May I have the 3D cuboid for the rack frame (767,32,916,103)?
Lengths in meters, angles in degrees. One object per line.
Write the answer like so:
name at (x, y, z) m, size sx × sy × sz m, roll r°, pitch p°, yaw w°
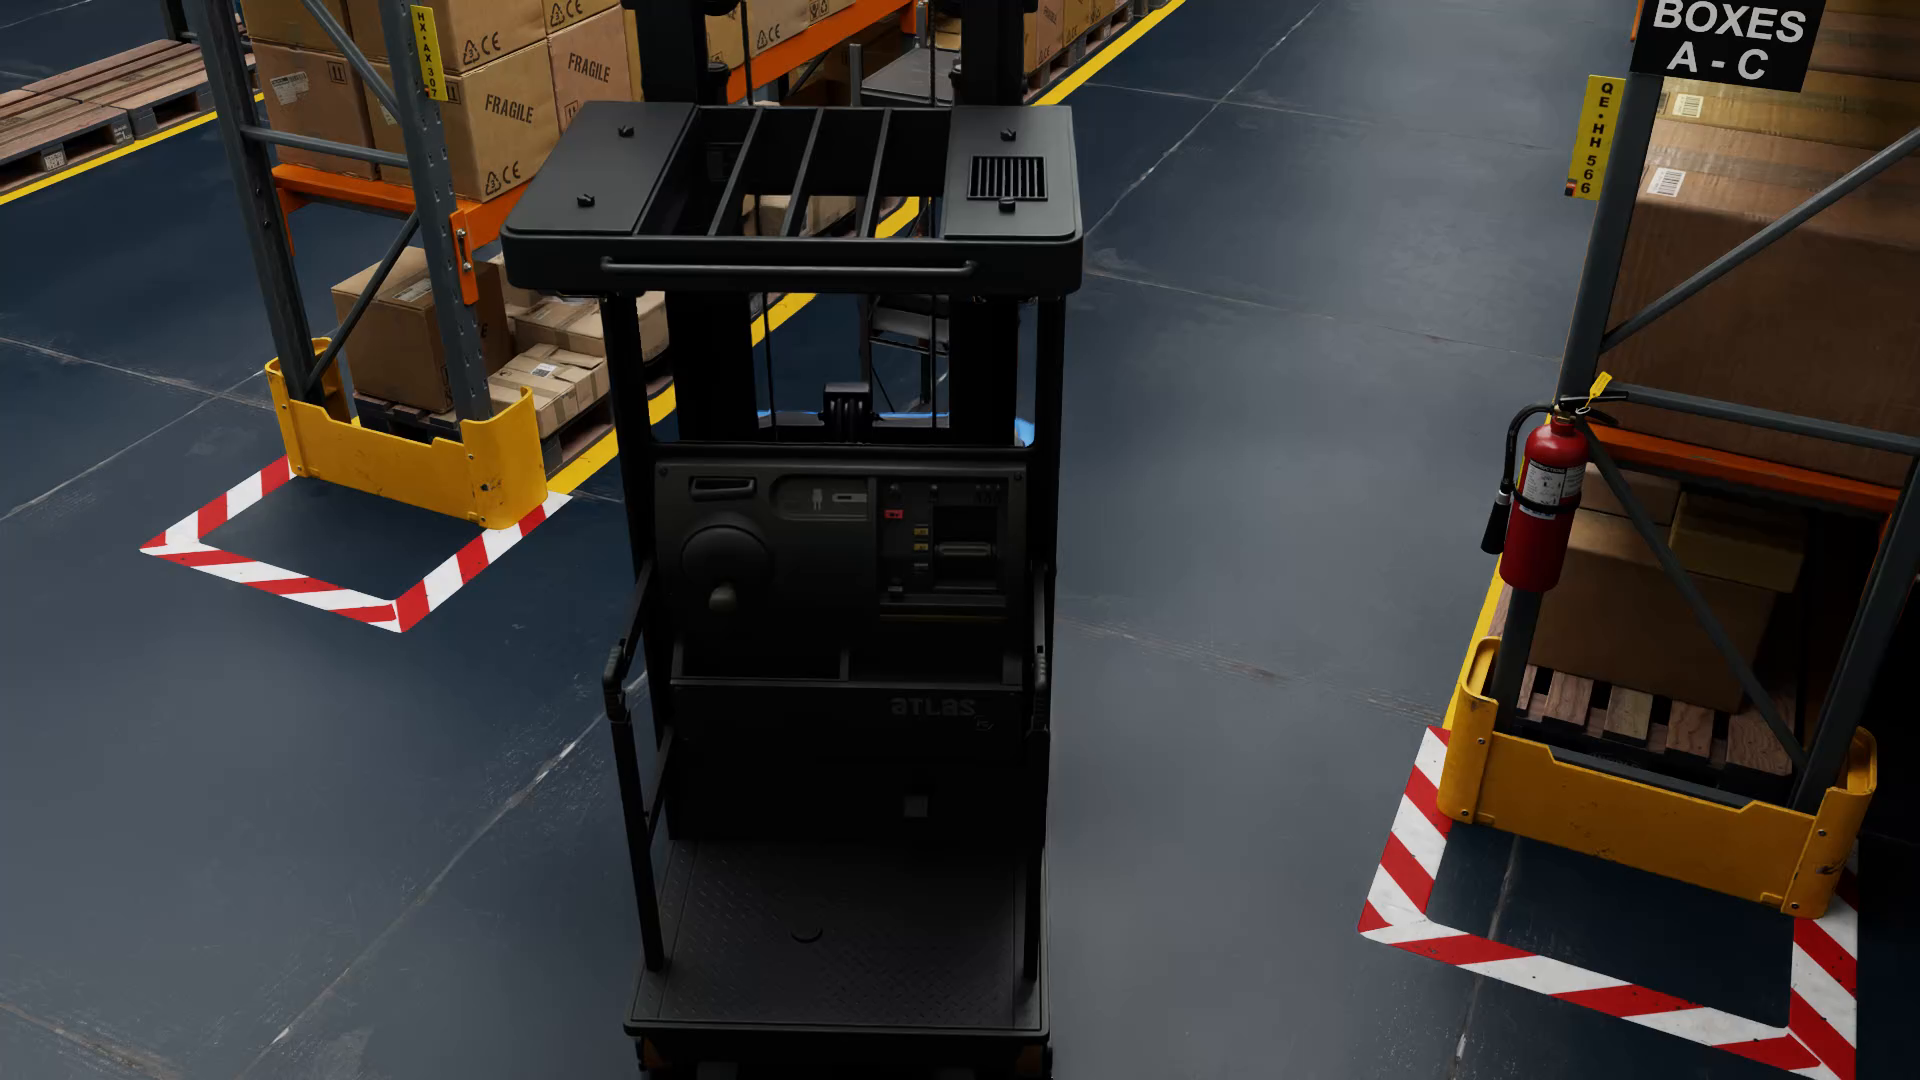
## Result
rack frame at (-0.680, -3.457, 9.287) m, size 1.000 × 3.000 × 0.127 m, roll 14°, pitch 36°, yaw 20°

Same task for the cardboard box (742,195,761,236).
cardboard box at (-1.462, -1.660, 8.422) m, size 0.797 × 0.503 × 0.637 m, roll 14°, pitch 36°, yaw 20°

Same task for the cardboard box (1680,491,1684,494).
cardboard box at (2.558, -0.082, 6.035) m, size 0.700 × 0.500 × 0.500 m, roll 14°, pitch 36°, yaw 20°

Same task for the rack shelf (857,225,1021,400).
rack shelf at (-0.069, -0.784, 6.056) m, size 0.431 × 0.518 × 0.480 m, roll 14°, pitch 36°, yaw 20°

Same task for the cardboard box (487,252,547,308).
cardboard box at (-1.925, -1.293, 8.092) m, size 0.500 × 0.250 × 0.500 m, roll 14°, pitch 36°, yaw 20°

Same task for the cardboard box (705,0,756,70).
cardboard box at (-1.295, -2.423, 7.619) m, size 0.500 × 0.500 × 0.500 m, roll 15°, pitch 36°, yaw 21°

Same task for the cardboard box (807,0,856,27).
cardboard box at (-0.871, -2.934, 8.398) m, size 0.500 × 0.500 × 0.500 m, roll 15°, pitch 36°, yaw 22°

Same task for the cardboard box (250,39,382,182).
cardboard box at (-2.414, -1.792, 6.657) m, size 0.500 × 0.500 × 0.500 m, roll 15°, pitch 36°, yaw 22°

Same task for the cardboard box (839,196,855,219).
cardboard box at (-0.764, -1.900, 9.110) m, size 0.380 × 0.149 × 0.250 m, roll 14°, pitch 36°, yaw 20°

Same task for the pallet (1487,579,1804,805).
pallet at (2.410, 0.420, 5.918) m, size 1.003 × 0.211 × 1.213 m, roll 14°, pitch 36°, yaw 20°

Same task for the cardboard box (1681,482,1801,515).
cardboard box at (2.689, -0.248, 5.698) m, size 0.380 × 0.149 × 0.250 m, roll 14°, pitch 36°, yaw 21°

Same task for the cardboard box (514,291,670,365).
cardboard box at (-1.660, -0.954, 7.576) m, size 0.500 × 0.250 × 0.500 m, roll 14°, pitch 36°, yaw 20°

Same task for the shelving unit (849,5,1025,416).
shelving unit at (-0.069, -0.796, 6.049) m, size 0.431 × 2.100 × 0.503 m, roll 14°, pitch 36°, yaw 20°

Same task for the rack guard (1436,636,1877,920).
rack guard at (2.137, 0.727, 5.186) m, size 1.175 × 0.500 × 0.348 m, roll 14°, pitch 36°, yaw 20°

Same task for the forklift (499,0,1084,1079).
forklift at (-0.303, 0.055, 3.993) m, size 1.130 × 2.935 × 3.031 m, roll 1°, pitch 33°, yaw 1°

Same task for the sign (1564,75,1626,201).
sign at (1.660, -1.045, 4.336) m, size 0.100 × 0.325 × 0.005 m, roll 14°, pitch 36°, yaw 20°

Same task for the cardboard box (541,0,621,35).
cardboard box at (-1.717, -2.348, 6.592) m, size 0.500 × 0.500 × 0.500 m, roll 15°, pitch 36°, yaw 21°

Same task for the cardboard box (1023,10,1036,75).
cardboard box at (0.172, -3.296, 10.920) m, size 0.500 × 0.500 × 0.500 m, roll 15°, pitch 36°, yaw 21°

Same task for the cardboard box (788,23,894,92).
cardboard box at (-0.734, -2.907, 10.327) m, size 0.500 × 0.500 × 0.500 m, roll 14°, pitch 36°, yaw 20°

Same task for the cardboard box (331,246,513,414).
cardboard box at (-2.350, -0.931, 7.313) m, size 0.500 × 0.500 × 0.500 m, roll 14°, pitch 36°, yaw 20°

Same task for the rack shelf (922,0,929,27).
rack shelf at (0.156, -4.152, 11.003) m, size 1.077 × 0.370 × 4.000 m, roll 14°, pitch 36°, yaw 20°

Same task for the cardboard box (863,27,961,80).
cardboard box at (-0.257, -2.781, 10.134) m, size 0.500 × 0.500 × 0.500 m, roll 13°, pitch 35°, yaw 18°

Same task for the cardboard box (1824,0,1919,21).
cardboard box at (3.268, -1.819, 6.516) m, size 0.980 × 0.700 × 0.700 m, roll 13°, pitch 36°, yaw 19°

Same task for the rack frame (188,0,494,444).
rack frame at (-2.354, -1.465, 6.249) m, size 1.000 × 3.000 × 0.127 m, roll 14°, pitch 36°, yaw 20°

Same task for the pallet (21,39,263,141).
pallet at (-5.450, -3.054, 11.215) m, size 1.003 × 0.211 × 1.213 m, roll 14°, pitch 36°, yaw 20°

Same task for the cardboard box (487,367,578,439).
cardboard box at (-1.867, -0.587, 7.108) m, size 0.380 × 0.149 × 0.250 m, roll 14°, pitch 36°, yaw 20°

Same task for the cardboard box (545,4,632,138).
cardboard box at (-1.718, -1.926, 6.860) m, size 0.500 × 0.500 × 0.500 m, roll 14°, pitch 36°, yaw 20°

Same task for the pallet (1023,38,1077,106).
pallet at (0.135, -3.315, 11.613) m, size 1.003 × 0.211 × 1.213 m, roll 14°, pitch 36°, yaw 20°

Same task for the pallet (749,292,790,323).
pallet at (-1.478, -1.339, 8.600) m, size 1.003 × 0.211 × 1.213 m, roll 14°, pitch 36°, yaw 20°

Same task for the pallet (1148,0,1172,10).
pallet at (1.373, -4.684, 13.701) m, size 1.003 × 0.211 × 1.213 m, roll 14°, pitch 36°, yaw 20°

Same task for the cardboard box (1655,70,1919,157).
cardboard box at (2.645, -1.077, 5.384) m, size 0.980 × 0.700 × 0.700 m, roll 14°, pitch 36°, yaw 20°

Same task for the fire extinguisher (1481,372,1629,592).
fire extinguisher at (1.665, -0.173, 4.689) m, size 0.296 × 0.674 × 0.183 m, roll 14°, pitch 36°, yaw 20°

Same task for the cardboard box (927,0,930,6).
cardboard box at (-0.310, -3.401, 11.080) m, size 0.500 × 0.500 × 0.500 m, roll 15°, pitch 36°, yaw 21°

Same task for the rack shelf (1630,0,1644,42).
rack shelf at (2.984, -2.280, 5.412) m, size 1.077 × 0.370 × 4.000 m, roll 14°, pitch 36°, yaw 20°

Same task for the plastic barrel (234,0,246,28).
plastic barrel at (-4.935, -4.161, 11.890) m, size 0.600 × 0.901 × 0.708 m, roll 14°, pitch 36°, yaw 20°

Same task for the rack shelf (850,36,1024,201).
rack shelf at (-0.069, -1.370, 5.672) m, size 0.431 × 0.518 × 0.480 m, roll 14°, pitch 36°, yaw 20°

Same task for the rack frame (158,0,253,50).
rack frame at (-5.178, -4.595, 11.023) m, size 1.000 × 3.000 × 0.127 m, roll 14°, pitch 36°, yaw 20°

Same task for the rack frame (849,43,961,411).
rack frame at (-0.171, -0.674, 5.863) m, size 0.400 × 2.100 × 0.015 m, roll 14°, pitch 36°, yaw 20°

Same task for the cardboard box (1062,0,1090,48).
cardboard box at (0.598, -3.811, 11.704) m, size 0.500 × 0.500 × 0.500 m, roll 13°, pitch 35°, yaw 19°
